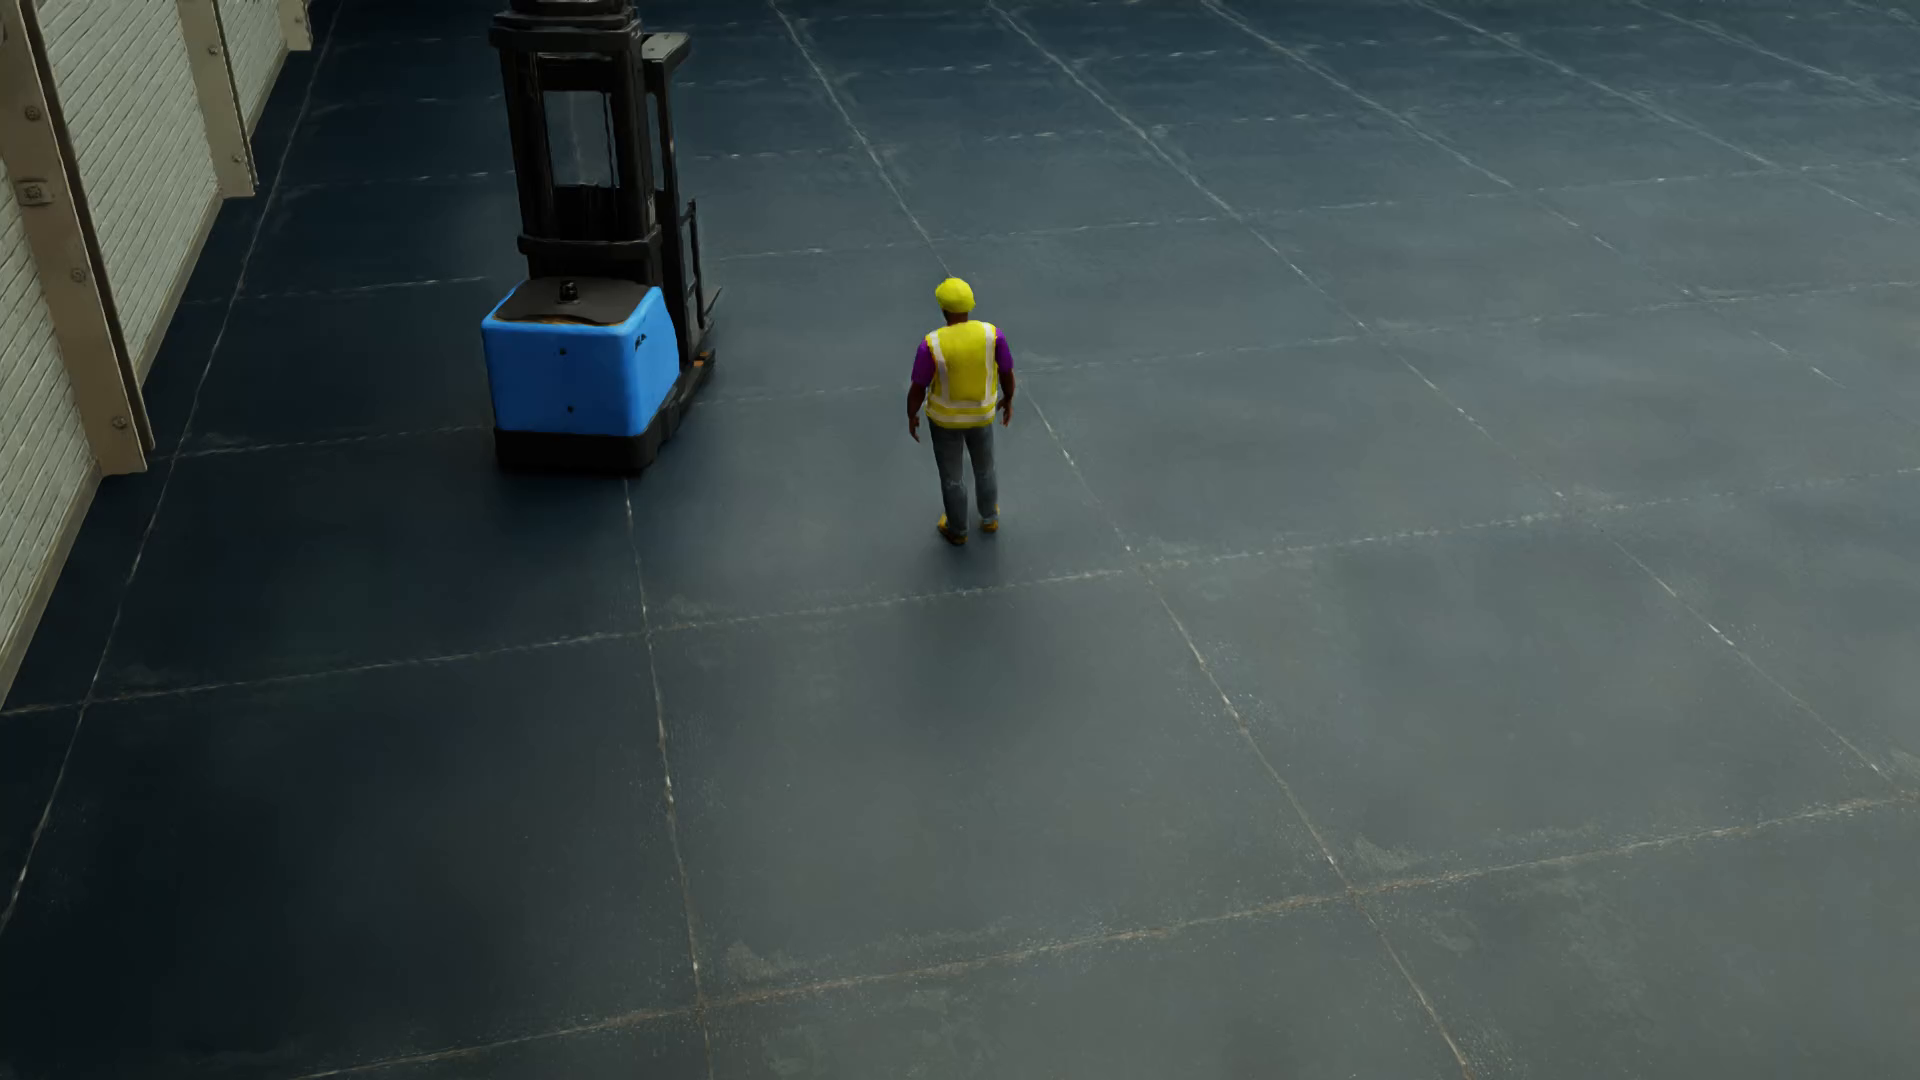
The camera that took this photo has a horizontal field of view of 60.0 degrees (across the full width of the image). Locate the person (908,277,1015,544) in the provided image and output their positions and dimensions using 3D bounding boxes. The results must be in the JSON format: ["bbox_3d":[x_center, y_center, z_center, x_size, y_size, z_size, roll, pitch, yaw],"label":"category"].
[{"bbox_3d":[-0.011,-0.805,10.114,0.665,1.766,0.576,-7,31,-12],"label":"person"}]

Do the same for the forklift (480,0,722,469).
[{"bbox_3d":[-2.470,-2.460,11.824,1.130,2.935,3.031,3,30,6],"label":"forklift"}]
